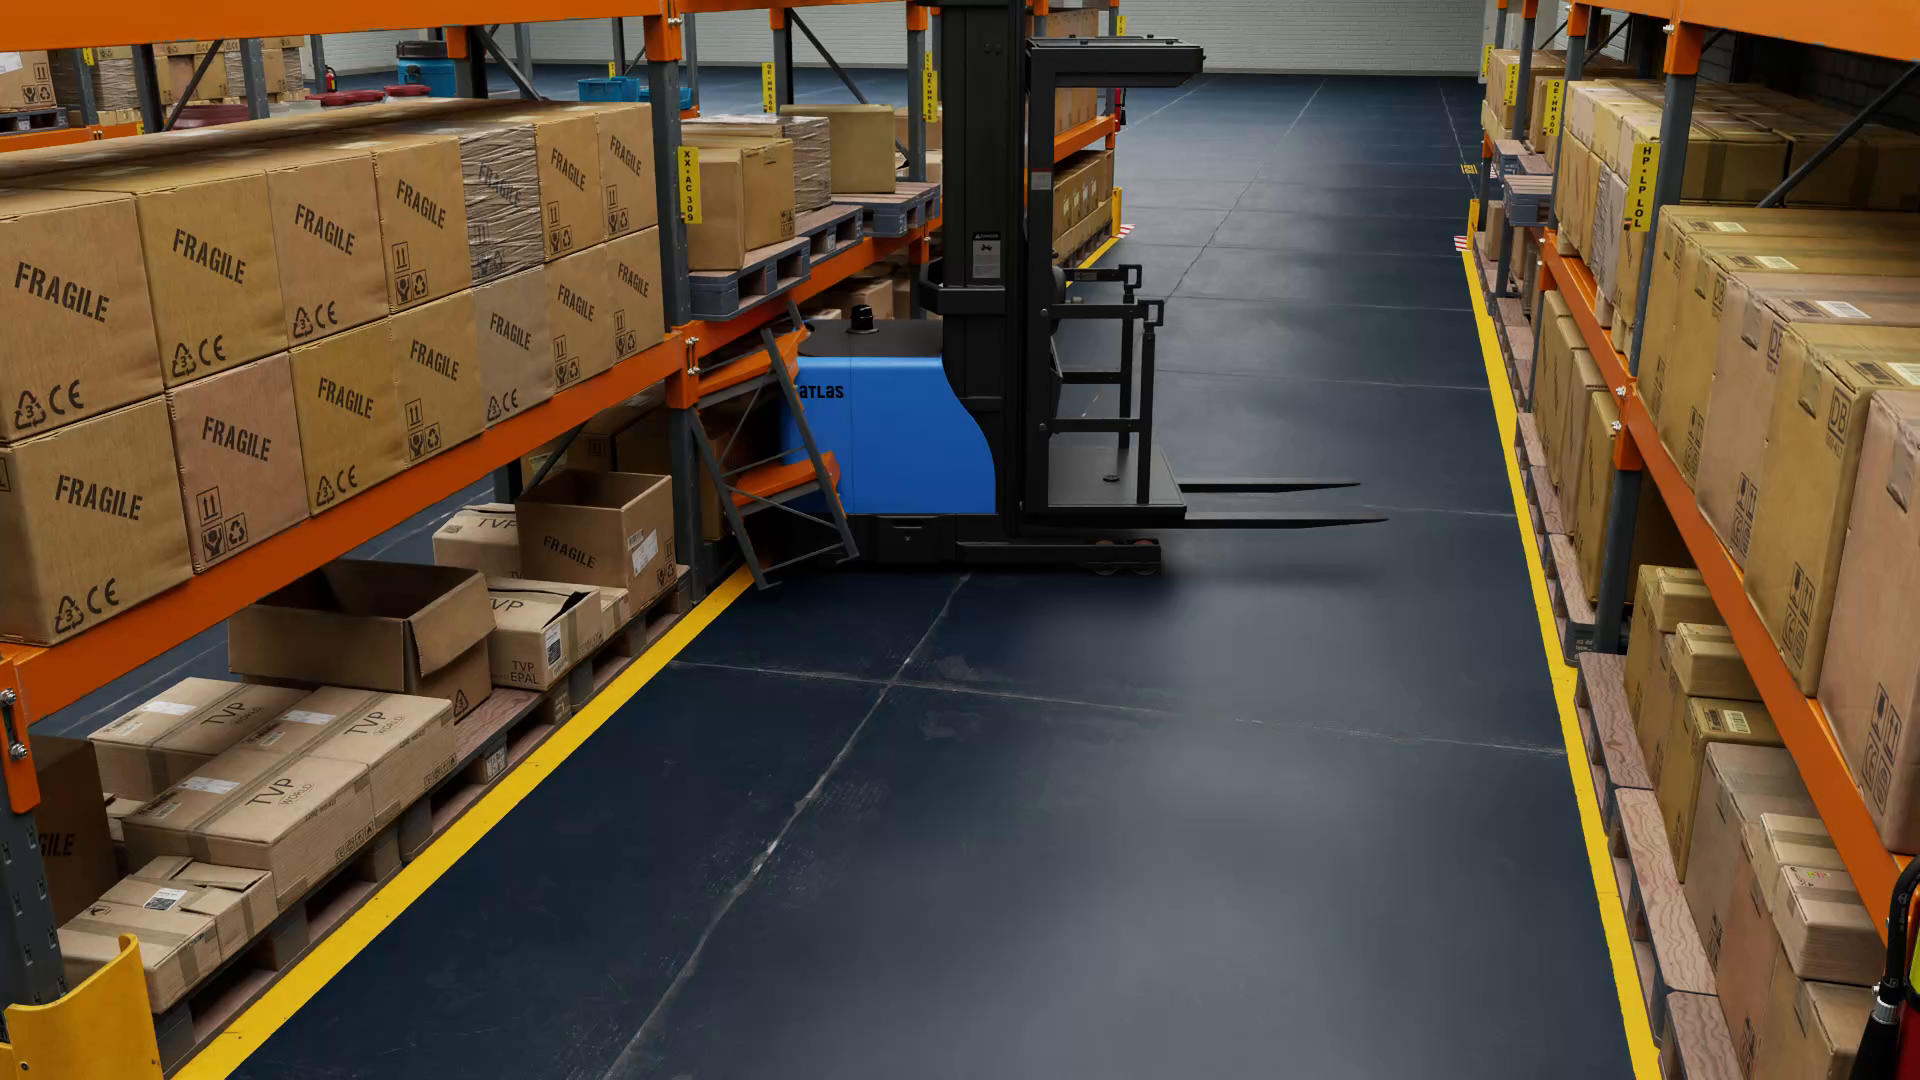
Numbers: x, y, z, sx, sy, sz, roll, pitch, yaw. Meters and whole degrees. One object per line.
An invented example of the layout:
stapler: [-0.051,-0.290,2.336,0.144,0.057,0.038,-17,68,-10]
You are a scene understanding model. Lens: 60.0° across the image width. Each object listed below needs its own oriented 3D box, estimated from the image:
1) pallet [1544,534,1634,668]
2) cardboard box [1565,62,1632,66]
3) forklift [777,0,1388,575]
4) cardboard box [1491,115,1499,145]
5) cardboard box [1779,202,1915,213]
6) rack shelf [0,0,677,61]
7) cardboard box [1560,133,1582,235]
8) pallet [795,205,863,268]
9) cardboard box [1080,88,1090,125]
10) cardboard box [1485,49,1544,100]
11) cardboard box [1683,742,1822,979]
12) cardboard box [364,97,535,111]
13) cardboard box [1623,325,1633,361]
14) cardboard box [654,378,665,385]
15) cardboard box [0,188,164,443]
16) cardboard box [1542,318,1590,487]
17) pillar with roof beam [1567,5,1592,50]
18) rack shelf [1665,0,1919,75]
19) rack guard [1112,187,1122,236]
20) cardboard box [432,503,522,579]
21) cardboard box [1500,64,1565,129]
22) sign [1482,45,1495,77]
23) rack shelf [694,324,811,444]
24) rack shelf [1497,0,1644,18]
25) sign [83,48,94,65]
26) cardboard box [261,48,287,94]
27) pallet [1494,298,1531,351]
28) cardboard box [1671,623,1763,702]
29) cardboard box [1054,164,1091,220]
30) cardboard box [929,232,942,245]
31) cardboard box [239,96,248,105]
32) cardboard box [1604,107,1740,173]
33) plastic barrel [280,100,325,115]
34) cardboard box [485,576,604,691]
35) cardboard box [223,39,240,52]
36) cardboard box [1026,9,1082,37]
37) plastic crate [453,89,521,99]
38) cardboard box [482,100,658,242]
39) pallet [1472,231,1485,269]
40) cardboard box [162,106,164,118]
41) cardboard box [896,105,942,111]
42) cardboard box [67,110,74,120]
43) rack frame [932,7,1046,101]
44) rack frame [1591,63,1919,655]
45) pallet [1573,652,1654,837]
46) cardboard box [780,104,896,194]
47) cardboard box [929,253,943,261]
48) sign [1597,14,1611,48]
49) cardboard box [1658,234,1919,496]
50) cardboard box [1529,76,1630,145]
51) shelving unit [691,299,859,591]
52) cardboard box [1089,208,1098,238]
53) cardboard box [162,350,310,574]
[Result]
pallet: [3.217,0.294,7.499,1.003,0.211,1.213,5,19,13]
cardboard box: [5.504,-3.871,14.421,0.500,0.500,0.500,5,19,13]
forklift: [0.626,-1.387,8.214,3.031,2.935,1.130,0,19,0]
cardboard box: [5.116,-3.710,15.110,0.500,0.250,0.500,5,19,13]
cardboard box: [3.458,-1.099,6.619,0.500,0.500,0.500,4,19,12]
rack shelf: [-2.192,-1.620,5.261,1.077,0.370,4.000,5,19,13]
cardboard box: [3.575,-1.933,9.061,0.500,0.500,0.500,5,20,15]
pallet: [-1.196,-1.720,9.381,1.003,0.211,1.213,5,19,13]
cardboard box: [0.979,-4.666,17.552,0.700,0.500,0.500,5,20,15]
cardboard box: [5.625,-4.706,16.866,0.500,0.500,0.500,5,19,13]
cardboard box: [2.443,0.919,4.575,0.700,0.500,0.500,4,19,12]
cardboard box: [-2.091,-1.562,6.920,0.500,0.500,0.500,5,20,15]
cardboard box: [2.910,-0.796,6.736,0.380,0.149,0.250,5,19,14]
cardboard box: [-1.608,-0.681,9.229,0.500,0.500,0.500,5,19,14]
cardboard box: [-2.316,-0.552,3.963,0.500,0.500,0.500,5,20,15]
cardboard box: [3.552,-0.718,8.826,0.750,0.750,0.750,5,19,13]
pillar with roof beam: [3.993,-9.310,22.024,9.100,9.000,0.400,5,19,13]
rack shelf: [2.613,-1.230,4.119,1.077,0.370,4.000,5,19,13]
rack guard: [1.235,-3.753,18.903,1.175,0.500,0.348,5,19,13]
cardboard box: [-2.015,0.011,7.493,0.500,0.311,0.500,5,19,13]
cardboard box: [4.872,-3.751,14.069,0.500,0.500,0.500,5,19,13]
sign: [5.507,-4.991,17.320,0.100,0.325,0.005,5,19,13]
rack shelf: [-0.991,-0.757,8.026,0.538,0.278,1.000,-19,14,6]
rack shelf: [5.545,-4.991,15.131,1.077,0.370,4.000,5,19,13]
sign: [-8.814,-4.964,16.788,0.100,0.325,0.005,5,19,13]
cardboard box: [-8.543,-5.564,19.721,0.875,0.500,0.500,5,19,13]
pallet: [4.867,-1.721,13.400,1.003,0.211,1.213,5,19,13]
cardboard box: [2.432,0.383,5.141,0.380,0.149,0.250,4,19,12]
cardboard box: [1.033,-3.518,16.792,0.500,0.500,0.500,5,19,13]
cardboard box: [-0.343,-2.409,13.837,0.500,0.311,0.500,4,19,12]
cardboard box: [-8.535,-5.095,19.351,0.380,0.149,0.250,5,19,13]
cardboard box: [3.227,-1.816,7.557,0.500,0.250,0.500,5,19,14]
plastic barrel: [-5.381,-3.338,13.646,0.421,0.512,0.421,0,19,0]
cardboard box: [-1.750,0.333,6.552,0.500,0.311,0.500,5,19,13]
cardboard box: [-8.512,-5.868,19.064,0.500,0.500,0.500,5,19,13]
cardboard box: [0.844,-5.105,16.830,0.700,0.500,0.500,5,19,14]
plastic crate: [-4.372,-3.922,15.429,0.402,0.464,0.583,5,19,13]
cardboard box: [-1.575,-1.509,6.763,0.500,0.500,0.500,5,19,14]
pallet: [5.782,-2.943,16.978,1.003,0.211,1.213,5,19,13]
cardboard box: [-8.849,-4.620,17.962,0.380,0.149,0.250,5,19,13]
cardboard box: [-0.203,-3.161,13.146,0.500,0.500,0.500,5,19,13]
cardboard box: [-9.516,-4.508,17.633,0.380,0.149,0.250,5,19,13]
rack frame: [0.252,-3.675,14.806,1.000,3.000,0.127,5,19,13]
rack frame: [3.102,-0.777,6.323,1.000,3.000,0.127,5,19,13]
pallet: [2.840,0.774,6.094,1.003,0.211,1.213,5,19,13]
cardboard box: [-0.770,-2.461,10.448,0.700,0.500,0.500,-2,19,-5]
cardboard box: [-0.066,-2.050,12.786,0.500,0.311,0.500,4,19,12]
sign: [6.567,-5.186,16.950,0.100,0.325,0.005,5,19,13]
cardboard box: [2.770,-0.522,5.112,0.980,0.700,0.700,4,19,12]
cardboard box: [4.899,-3.384,13.118,0.700,0.500,0.500,5,19,14]
shelving unit: [-0.891,-0.492,8.098,0.538,1.125,1.048,-19,14,6]
cardboard box: [1.154,-3.320,17.372,0.500,0.250,0.500,5,19,13]
cardboard box: [-2.195,-0.241,4.599,0.500,0.500,0.500,4,19,13]
